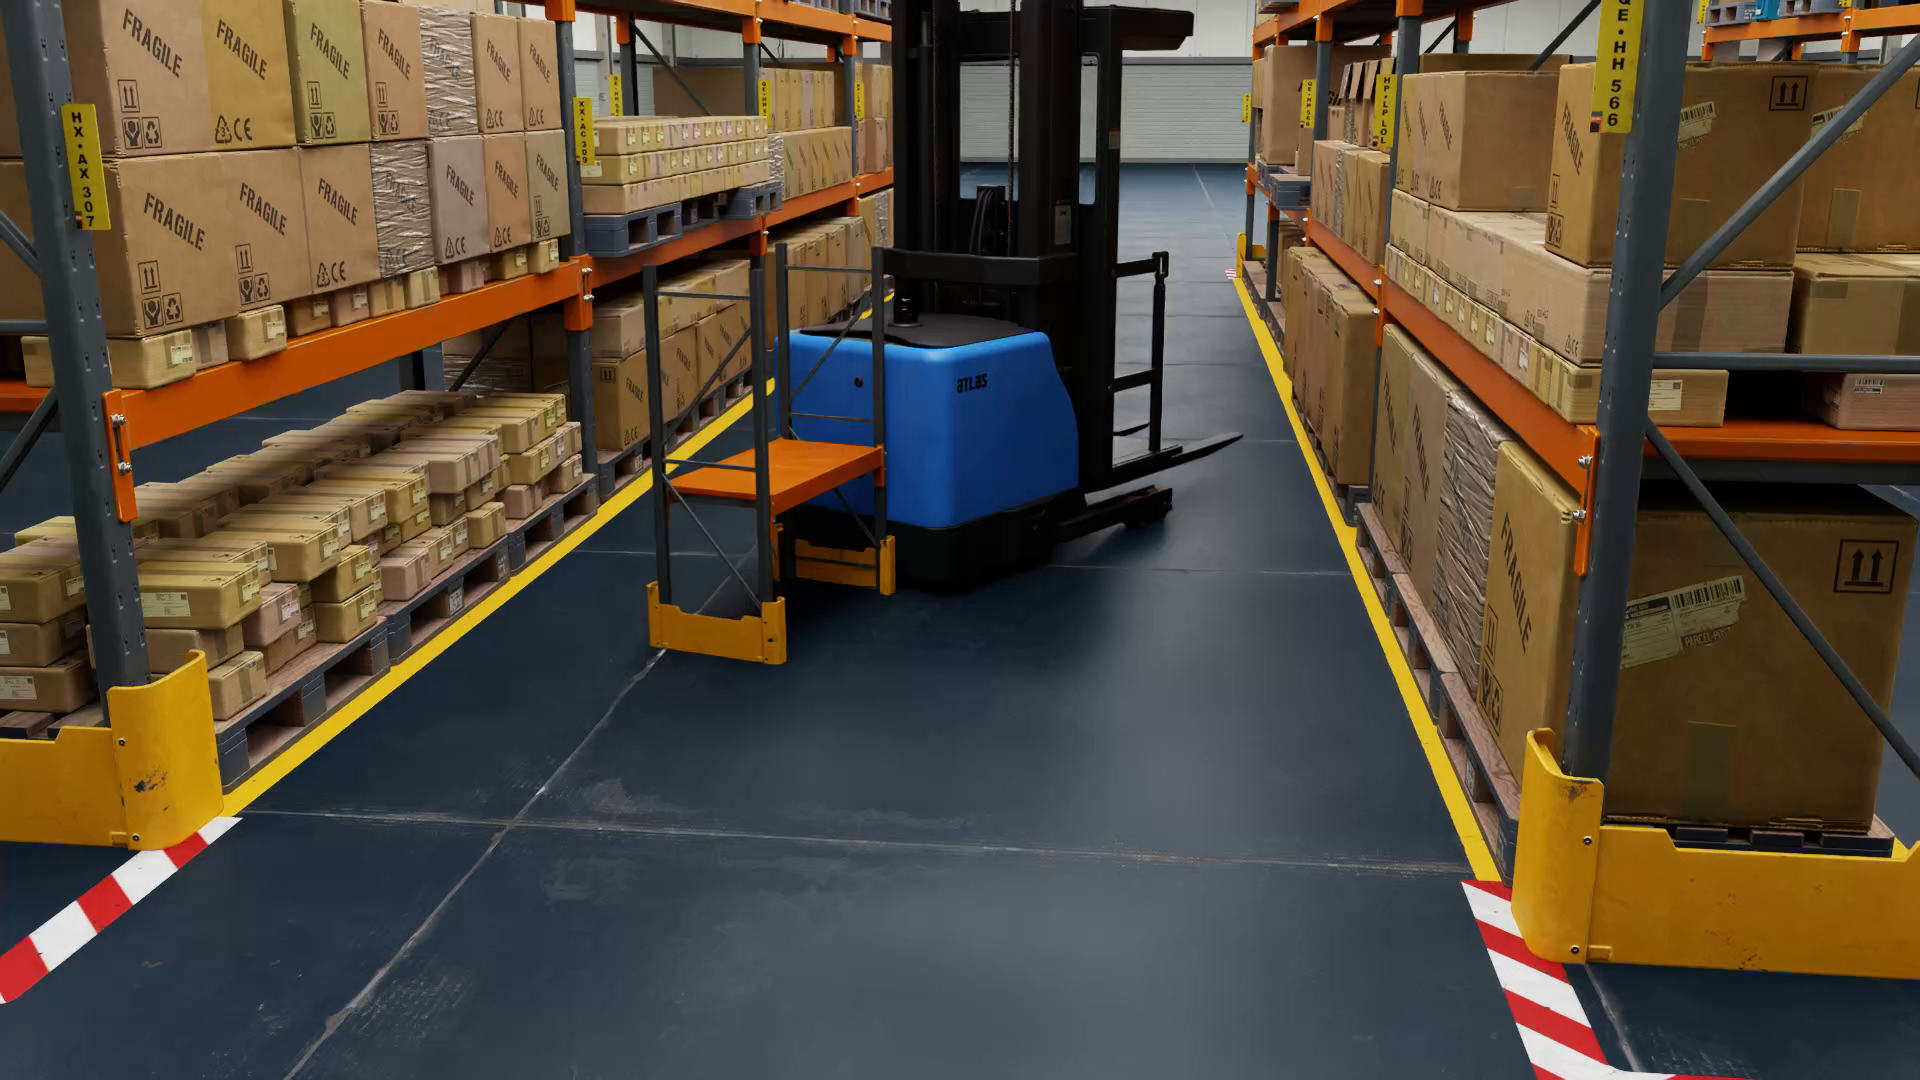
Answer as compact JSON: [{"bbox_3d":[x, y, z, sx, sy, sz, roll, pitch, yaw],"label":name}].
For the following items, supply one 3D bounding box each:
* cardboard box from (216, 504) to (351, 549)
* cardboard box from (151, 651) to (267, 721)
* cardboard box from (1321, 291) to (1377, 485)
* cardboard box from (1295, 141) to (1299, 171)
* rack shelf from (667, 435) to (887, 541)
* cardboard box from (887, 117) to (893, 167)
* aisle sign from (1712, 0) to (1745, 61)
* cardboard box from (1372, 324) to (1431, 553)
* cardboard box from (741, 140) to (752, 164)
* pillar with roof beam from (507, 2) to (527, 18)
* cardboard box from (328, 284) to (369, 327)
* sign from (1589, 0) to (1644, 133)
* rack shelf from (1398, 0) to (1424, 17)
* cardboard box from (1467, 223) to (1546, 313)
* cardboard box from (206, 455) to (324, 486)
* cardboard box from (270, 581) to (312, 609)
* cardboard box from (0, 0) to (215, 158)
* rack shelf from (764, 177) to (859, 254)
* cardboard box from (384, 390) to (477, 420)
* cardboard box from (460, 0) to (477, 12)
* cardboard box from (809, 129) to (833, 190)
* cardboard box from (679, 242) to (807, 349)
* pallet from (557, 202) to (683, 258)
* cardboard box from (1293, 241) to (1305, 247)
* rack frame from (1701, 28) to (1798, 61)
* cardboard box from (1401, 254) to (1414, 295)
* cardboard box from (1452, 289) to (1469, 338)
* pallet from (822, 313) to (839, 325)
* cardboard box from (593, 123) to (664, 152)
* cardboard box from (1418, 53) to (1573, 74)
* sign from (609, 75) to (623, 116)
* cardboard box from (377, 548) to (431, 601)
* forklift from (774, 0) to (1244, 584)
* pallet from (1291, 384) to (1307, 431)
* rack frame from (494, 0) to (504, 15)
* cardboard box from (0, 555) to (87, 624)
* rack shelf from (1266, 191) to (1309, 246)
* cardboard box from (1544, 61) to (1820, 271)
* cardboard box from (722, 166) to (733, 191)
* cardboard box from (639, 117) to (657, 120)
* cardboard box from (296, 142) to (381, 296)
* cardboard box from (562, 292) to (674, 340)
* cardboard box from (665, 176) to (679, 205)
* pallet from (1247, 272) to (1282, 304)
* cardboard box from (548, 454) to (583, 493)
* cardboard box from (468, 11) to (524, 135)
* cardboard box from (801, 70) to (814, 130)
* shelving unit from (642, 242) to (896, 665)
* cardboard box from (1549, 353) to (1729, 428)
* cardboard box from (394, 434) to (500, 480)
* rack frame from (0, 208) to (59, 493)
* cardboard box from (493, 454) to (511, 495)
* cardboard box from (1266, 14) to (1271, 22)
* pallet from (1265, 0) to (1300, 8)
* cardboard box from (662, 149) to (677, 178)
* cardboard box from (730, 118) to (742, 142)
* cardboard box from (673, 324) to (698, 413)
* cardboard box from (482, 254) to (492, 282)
[{"bbox_3d":[-2.451,-0.029,6.039,0.380,0.149,0.250,1,15,4],"label":"cardboard box"},{"bbox_3d":[-2.483,0.461,5.366,0.380,0.149,0.250,2,15,7],"label":"cardboard box"},{"bbox_3d":[2.560,-0.794,8.619,1.225,0.875,0.875,2,15,6],"label":"cardboard box"},{"bbox_3d":[2.879,-3.067,13.209,0.396,0.266,0.258,1,15,5],"label":"cardboard box"},{"bbox_3d":[-0.754,-0.229,6.826,0.538,0.185,1.000,6,16,22],"label":"rack shelf"},{"bbox_3d":[-1.092,-4.567,19.018,0.875,0.550,0.550,2,15,6],"label":"cardboard box"},{"bbox_3d":[8.500,-5.699,18.513,0.394,0.787,0.004,2,15,6],"label":"aisle sign"},{"bbox_3d":[2.354,-0.459,7.379,0.875,0.875,0.875,2,15,6],"label":"cardboard box"},{"bbox_3d":[-1.617,-2.606,11.162,0.380,0.149,0.250,2,15,8],"label":"cardboard box"},{"bbox_3d":[-5.583,-12.284,36.351,9.100,9.000,0.400,2,15,6],"label":"pillar with roof beam"},{"bbox_3d":[-2.423,-0.878,6.145,0.380,0.149,0.250,1,15,5],"label":"cardboard box"},{"bbox_3d":[1.519,-1.106,3.835,0.100,0.325,0.005,2,15,6],"label":"sign"},{"bbox_3d":[2.282,-2.033,5.565,1.077,0.370,4.000,2,15,6],"label":"rack shelf"},{"bbox_3d":[1.962,-0.882,5.393,0.500,0.250,0.500,1,15,4],"label":"cardboard box"},{"bbox_3d":[-2.856,-0.249,6.854,0.380,0.149,0.250,2,15,7],"label":"cardboard box"},{"bbox_3d":[-2.520,0.180,5.835,0.380,0.149,0.250,2,15,7],"label":"cardboard box"},{"bbox_3d":[-2.546,-1.369,4.801,0.500,0.500,0.500,2,15,6],"label":"cardboard box"},{"bbox_3d":[-1.732,-2.832,14.267,1.077,0.370,4.000,2,15,6],"label":"rack shelf"},{"bbox_3d":[-2.654,-0.654,8.350,0.380,0.149,0.250,2,15,9],"label":"cardboard box"},{"bbox_3d":[-5.846,-6.103,18.958,0.500,0.250,0.500,1,15,5],"label":"cardboard box"},{"bbox_3d":[-1.414,-3.341,14.579,0.500,0.500,0.500,2,15,7],"label":"cardboard box"},{"bbox_3d":[-1.800,-1.933,13.068,1.050,0.750,0.750,1,15,5],"label":"cardboard box"},{"bbox_3d":[-2.178,-1.724,9.160,1.003,0.211,1.213,2,15,6],"label":"pallet"},{"bbox_3d":[3.495,-2.624,16.105,0.500,0.500,0.500,1,15,5],"label":"cardboard box"},{"bbox_3d":[8.783,-4.417,18.751,1.000,3.000,0.127,2,15,6],"label":"rack frame"},{"bbox_3d":[2.085,-1.126,7.061,0.380,0.149,0.250,2,15,8],"label":"cardboard box"},{"bbox_3d":[1.942,-0.791,5.821,0.380,0.149,0.250,2,15,7],"label":"cardboard box"},{"bbox_3d":[-1.654,-1.832,14.534,1.003,0.211,1.213,2,15,6],"label":"pallet"},{"bbox_3d":[-1.851,-2.219,9.160,0.380,0.149,0.250,2,15,7],"label":"cardboard box"},{"bbox_3d":[2.572,-2.149,8.250,0.797,0.503,0.637,1,15,5],"label":"cardboard box"},{"bbox_3d":[-2.510,-3.235,12.161,0.100,0.325,0.005,2,15,6],"label":"sign"},{"bbox_3d":[-2.327,0.132,6.583,0.380,0.149,0.250,1,15,4],"label":"cardboard box"},{"bbox_3d":[0.439,-1.547,8.269,1.130,2.935,3.031,11,19,36],"label":"forklift"},{"bbox_3d":[2.795,-0.940,11.234,1.003,0.211,1.213,2,15,6],"label":"pallet"},{"bbox_3d":[-5.985,-7.751,19.587,1.000,3.000,0.127,2,15,6],"label":"rack frame"},{"bbox_3d":[-3.052,0.156,5.356,0.380,0.149,0.250,2,15,7],"label":"cardboard box"},{"bbox_3d":[3.185,-2.660,13.630,1.077,0.370,4.000,2,15,6],"label":"rack shelf"},{"bbox_3d":[1.850,-0.981,4.323,0.500,0.500,0.500,2,15,7],"label":"cardboard box"},{"bbox_3d":[-1.676,-2.335,10.728,0.380,0.149,0.250,1,15,4],"label":"cardboard box"},{"bbox_3d":[-2.262,-2.782,11.240,0.380,0.149,0.250,2,15,6],"label":"cardboard box"},{"bbox_3d":[-2.432,-1.152,5.915,0.500,0.500,0.500,2,15,7],"label":"cardboard box"},{"bbox_3d":[-2.006,-1.303,9.783,0.500,0.250,0.500,2,15,8],"label":"cardboard box"},{"bbox_3d":[-1.821,-1.995,9.470,0.380,0.149,0.250,2,15,7],"label":"cardboard box"},{"bbox_3d":[3.586,-2.672,17.640,1.003,0.211,1.213,2,15,6],"label":"pallet"},{"bbox_3d":[-2.115,-0.338,8.322,0.380,0.149,0.250,2,15,7],"label":"cardboard box"},{"bbox_3d":[-2.246,-2.033,7.259,0.500,0.500,0.500,1,15,4],"label":"cardboard box"},{"bbox_3d":[-1.670,-3.835,14.493,0.700,0.500,0.500,2,15,7],"label":"cardboard box"},{"bbox_3d":[-0.758,-0.401,6.771,0.587,1.500,1.083,6,16,22],"label":"shelving unit"},{"bbox_3d":[1.769,-0.394,4.354,0.380,0.149,0.250,2,15,7],"label":"cardboard box"},{"bbox_3d":[-2.247,-0.367,7.289,0.380,0.149,0.250,1,15,4],"label":"cardboard box"},{"bbox_3d":[-2.857,-0.586,4.581,0.949,2.616,0.053,2,15,6],"label":"rack frame"},{"bbox_3d":[-2.285,-0.299,7.610,0.380,0.149,0.250,2,15,7],"label":"cardboard box"},{"bbox_3d":[3.324,-5.295,16.537,0.500,0.250,0.500,2,15,6],"label":"cardboard box"},{"bbox_3d":[3.121,-4.457,13.511,1.213,0.211,1.003,2,15,6],"label":"pallet"},{"bbox_3d":[-1.823,-2.138,9.431,0.380,0.149,0.250,1,15,4],"label":"cardboard box"},{"bbox_3d":[-1.644,-2.686,10.887,0.380,0.149,0.250,2,15,8],"label":"cardboard box"},{"bbox_3d":[-1.958,-1.077,10.381,0.500,0.500,0.500,2,15,7],"label":"cardboard box"},{"bbox_3d":[-2.316,-1.218,7.403,0.380,0.149,0.250,1,15,5],"label":"cardboard box"}]
